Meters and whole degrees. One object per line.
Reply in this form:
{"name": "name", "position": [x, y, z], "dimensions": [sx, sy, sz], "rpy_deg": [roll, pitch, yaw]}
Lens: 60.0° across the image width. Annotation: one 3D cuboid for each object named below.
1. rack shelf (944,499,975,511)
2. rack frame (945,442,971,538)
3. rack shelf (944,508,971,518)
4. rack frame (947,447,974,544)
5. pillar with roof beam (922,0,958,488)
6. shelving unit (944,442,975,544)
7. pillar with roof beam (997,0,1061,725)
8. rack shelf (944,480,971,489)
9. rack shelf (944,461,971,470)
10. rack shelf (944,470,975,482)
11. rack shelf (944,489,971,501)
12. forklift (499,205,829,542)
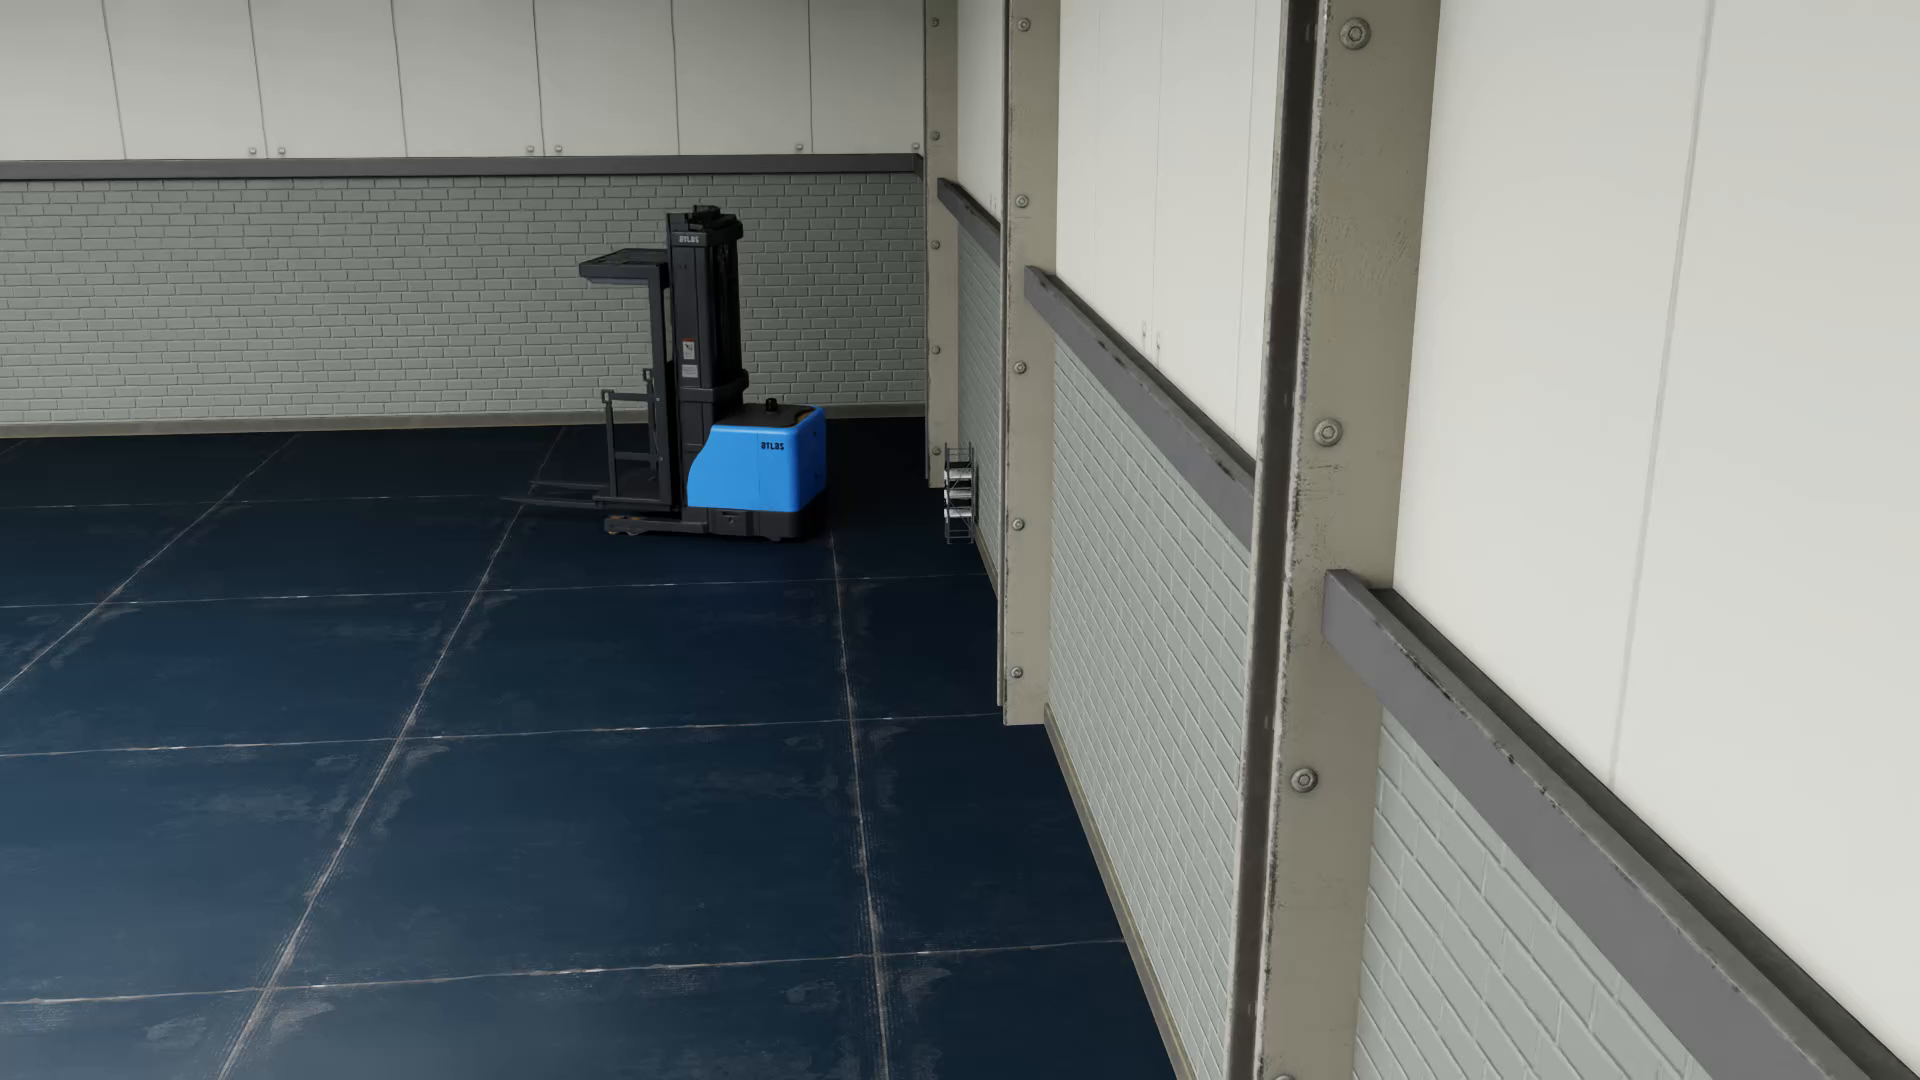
{"name": "rack shelf", "position": [-0.007, -0.308, 15.142], "dimensions": [0.258, 0.077, 0.200], "rpy_deg": [-2, 18, -6]}
{"name": "rack frame", "position": [-0.019, -0.456, 15.201], "dimensions": [0.240, 0.900, 0.006], "rpy_deg": [-2, 18, -6]}
{"name": "rack shelf", "position": [-0.007, -0.223, 15.169], "dimensions": [0.258, 0.077, 0.200], "rpy_deg": [-2, 18, -6]}
{"name": "rack frame", "position": [0.004, -0.396, 15.009], "dimensions": [0.240, 0.900, 0.006], "rpy_deg": [-2, 18, -6]}
{"name": "pillar with roof beam", "position": [-4.468, -4.757, 15.379], "dimensions": [9.100, 9.000, 0.400], "rpy_deg": [-2, 18, -6]}
{"name": "shelving unit", "position": [-0.007, -0.426, 15.105], "dimensions": [0.258, 0.900, 0.210], "rpy_deg": [-2, 18, -6]}
{"name": "pillar with roof beam", "position": [-3.849, -2.970, 9.685], "dimensions": [9.100, 9.000, 0.400], "rpy_deg": [-2, 18, -6]}
{"name": "rack shelf", "position": [-0.007, -0.480, 15.088], "dimensions": [0.258, 0.077, 0.200], "rpy_deg": [-2, 18, -6]}
{"name": "rack shelf", "position": [-0.007, -0.652, 15.034], "dimensions": [0.258, 0.077, 0.200], "rpy_deg": [-2, 18, -6]}
{"name": "rack shelf", "position": [-0.007, -0.566, 15.061], "dimensions": [0.258, 0.077, 0.200], "rpy_deg": [-2, 18, -6]}
{"name": "rack shelf", "position": [-0.007, -0.394, 15.115], "dimensions": [0.258, 0.077, 0.200], "rpy_deg": [-2, 18, -6]}
{"name": "forklift", "position": [-2.828, -1.588, 15.415], "dimensions": [3.031, 2.935, 1.130], "rpy_deg": [4, 18, 11]}
